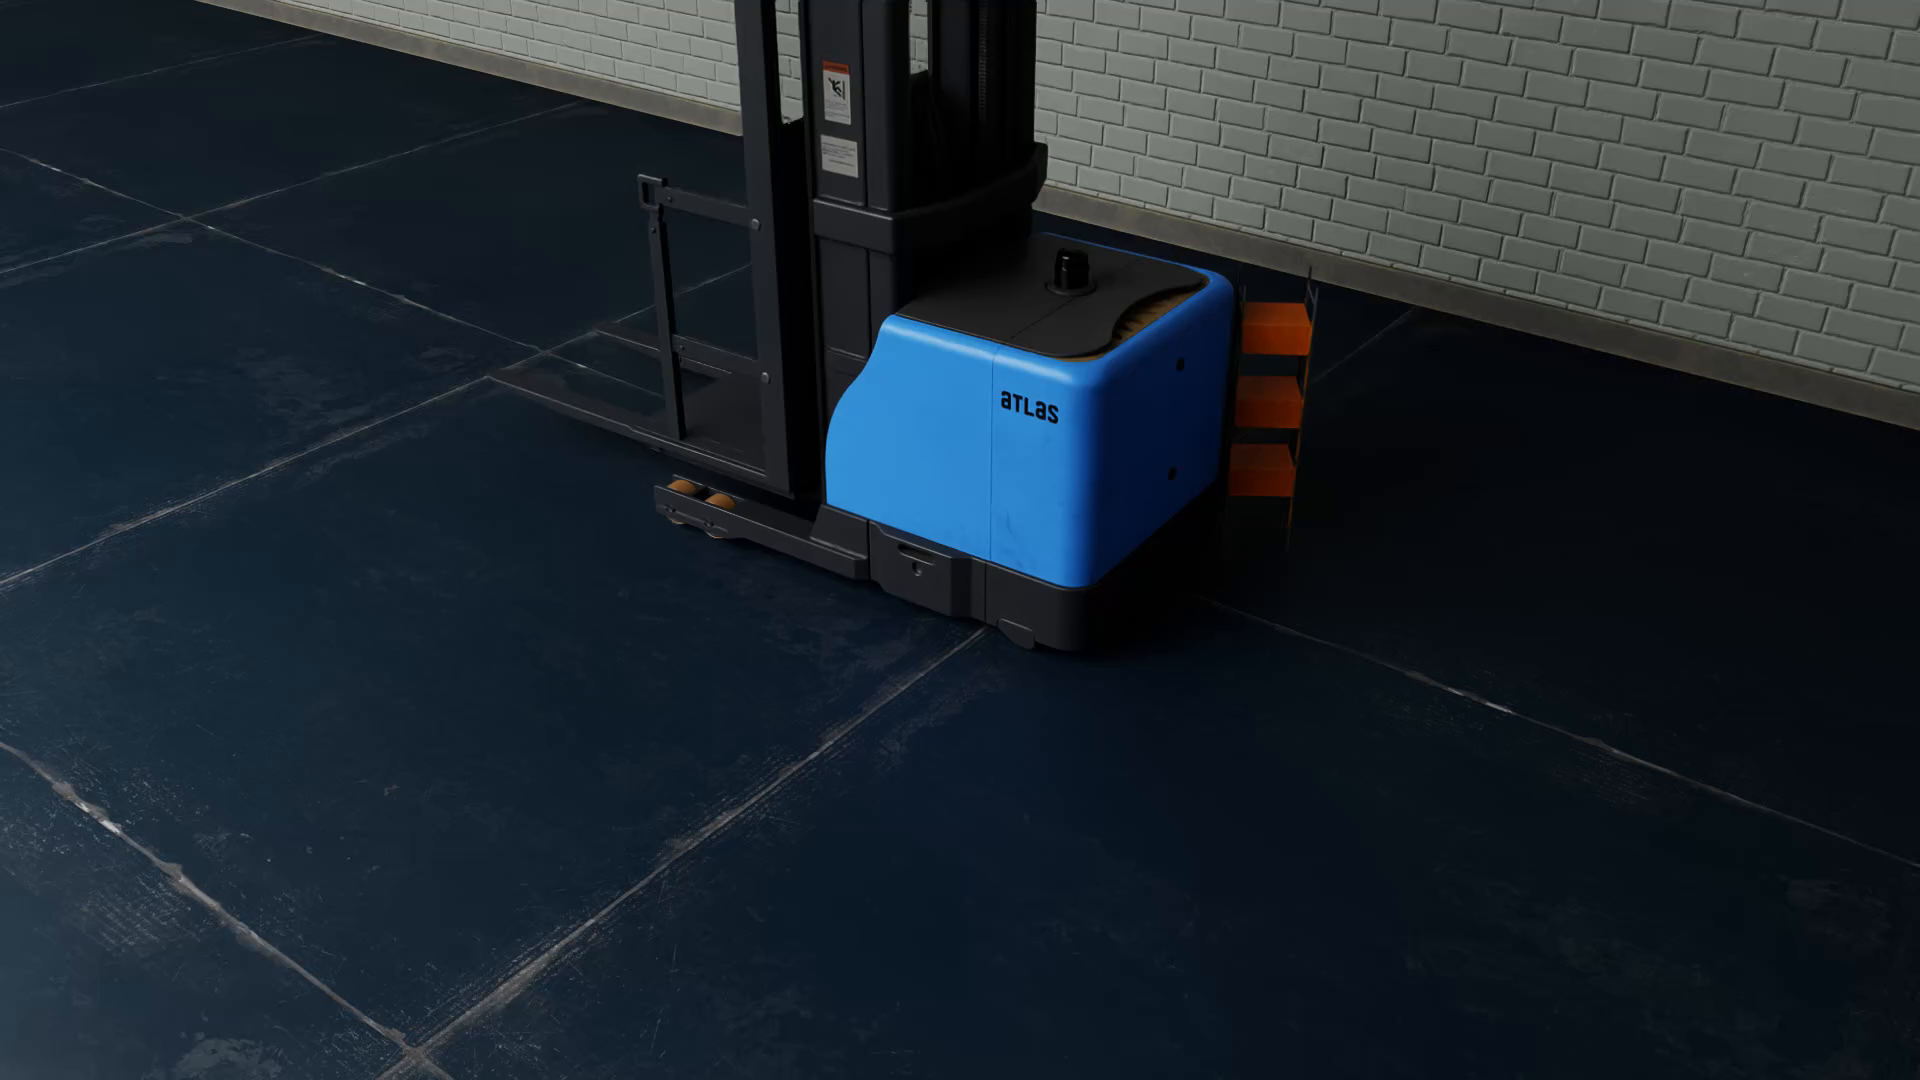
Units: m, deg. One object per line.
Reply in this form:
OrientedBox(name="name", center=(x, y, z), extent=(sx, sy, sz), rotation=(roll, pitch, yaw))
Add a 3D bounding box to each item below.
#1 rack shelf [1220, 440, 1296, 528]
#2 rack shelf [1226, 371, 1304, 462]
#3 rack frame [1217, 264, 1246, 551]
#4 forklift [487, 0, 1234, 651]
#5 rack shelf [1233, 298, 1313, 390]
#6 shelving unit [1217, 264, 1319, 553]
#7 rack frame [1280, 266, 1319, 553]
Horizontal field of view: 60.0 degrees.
OrientedBox(name="rack shelf", center=(1.096, -0.210, 6.140), extent=(0.240, 0.259, 0.215), rotation=(2, 31, 3))
OrientedBox(name="rack shelf", center=(1.096, -0.449, 5.998), extent=(0.240, 0.259, 0.215), rotation=(2, 31, 3))
OrientedBox(name="rack frame", center=(0.974, -0.461, 5.999), extent=(0.008, 1.050, 0.200), rotation=(2, 31, 3))
OrientedBox(name="forklift", center=(-0.553, -1.466, 5.850), extent=(3.031, 2.935, 1.130), rotation=(19, 36, 29))
OrientedBox(name="rack shelf", center=(1.096, -0.693, 5.854), extent=(0.240, 0.259, 0.215), rotation=(2, 31, 3))
OrientedBox(name="shelving unit", center=(1.096, -0.458, 5.993), extent=(0.252, 1.050, 0.215), rotation=(2, 31, 3))
OrientedBox(name="rack frame", center=(1.218, -0.454, 5.987), extent=(0.008, 1.050, 0.200), rotation=(2, 31, 3))
